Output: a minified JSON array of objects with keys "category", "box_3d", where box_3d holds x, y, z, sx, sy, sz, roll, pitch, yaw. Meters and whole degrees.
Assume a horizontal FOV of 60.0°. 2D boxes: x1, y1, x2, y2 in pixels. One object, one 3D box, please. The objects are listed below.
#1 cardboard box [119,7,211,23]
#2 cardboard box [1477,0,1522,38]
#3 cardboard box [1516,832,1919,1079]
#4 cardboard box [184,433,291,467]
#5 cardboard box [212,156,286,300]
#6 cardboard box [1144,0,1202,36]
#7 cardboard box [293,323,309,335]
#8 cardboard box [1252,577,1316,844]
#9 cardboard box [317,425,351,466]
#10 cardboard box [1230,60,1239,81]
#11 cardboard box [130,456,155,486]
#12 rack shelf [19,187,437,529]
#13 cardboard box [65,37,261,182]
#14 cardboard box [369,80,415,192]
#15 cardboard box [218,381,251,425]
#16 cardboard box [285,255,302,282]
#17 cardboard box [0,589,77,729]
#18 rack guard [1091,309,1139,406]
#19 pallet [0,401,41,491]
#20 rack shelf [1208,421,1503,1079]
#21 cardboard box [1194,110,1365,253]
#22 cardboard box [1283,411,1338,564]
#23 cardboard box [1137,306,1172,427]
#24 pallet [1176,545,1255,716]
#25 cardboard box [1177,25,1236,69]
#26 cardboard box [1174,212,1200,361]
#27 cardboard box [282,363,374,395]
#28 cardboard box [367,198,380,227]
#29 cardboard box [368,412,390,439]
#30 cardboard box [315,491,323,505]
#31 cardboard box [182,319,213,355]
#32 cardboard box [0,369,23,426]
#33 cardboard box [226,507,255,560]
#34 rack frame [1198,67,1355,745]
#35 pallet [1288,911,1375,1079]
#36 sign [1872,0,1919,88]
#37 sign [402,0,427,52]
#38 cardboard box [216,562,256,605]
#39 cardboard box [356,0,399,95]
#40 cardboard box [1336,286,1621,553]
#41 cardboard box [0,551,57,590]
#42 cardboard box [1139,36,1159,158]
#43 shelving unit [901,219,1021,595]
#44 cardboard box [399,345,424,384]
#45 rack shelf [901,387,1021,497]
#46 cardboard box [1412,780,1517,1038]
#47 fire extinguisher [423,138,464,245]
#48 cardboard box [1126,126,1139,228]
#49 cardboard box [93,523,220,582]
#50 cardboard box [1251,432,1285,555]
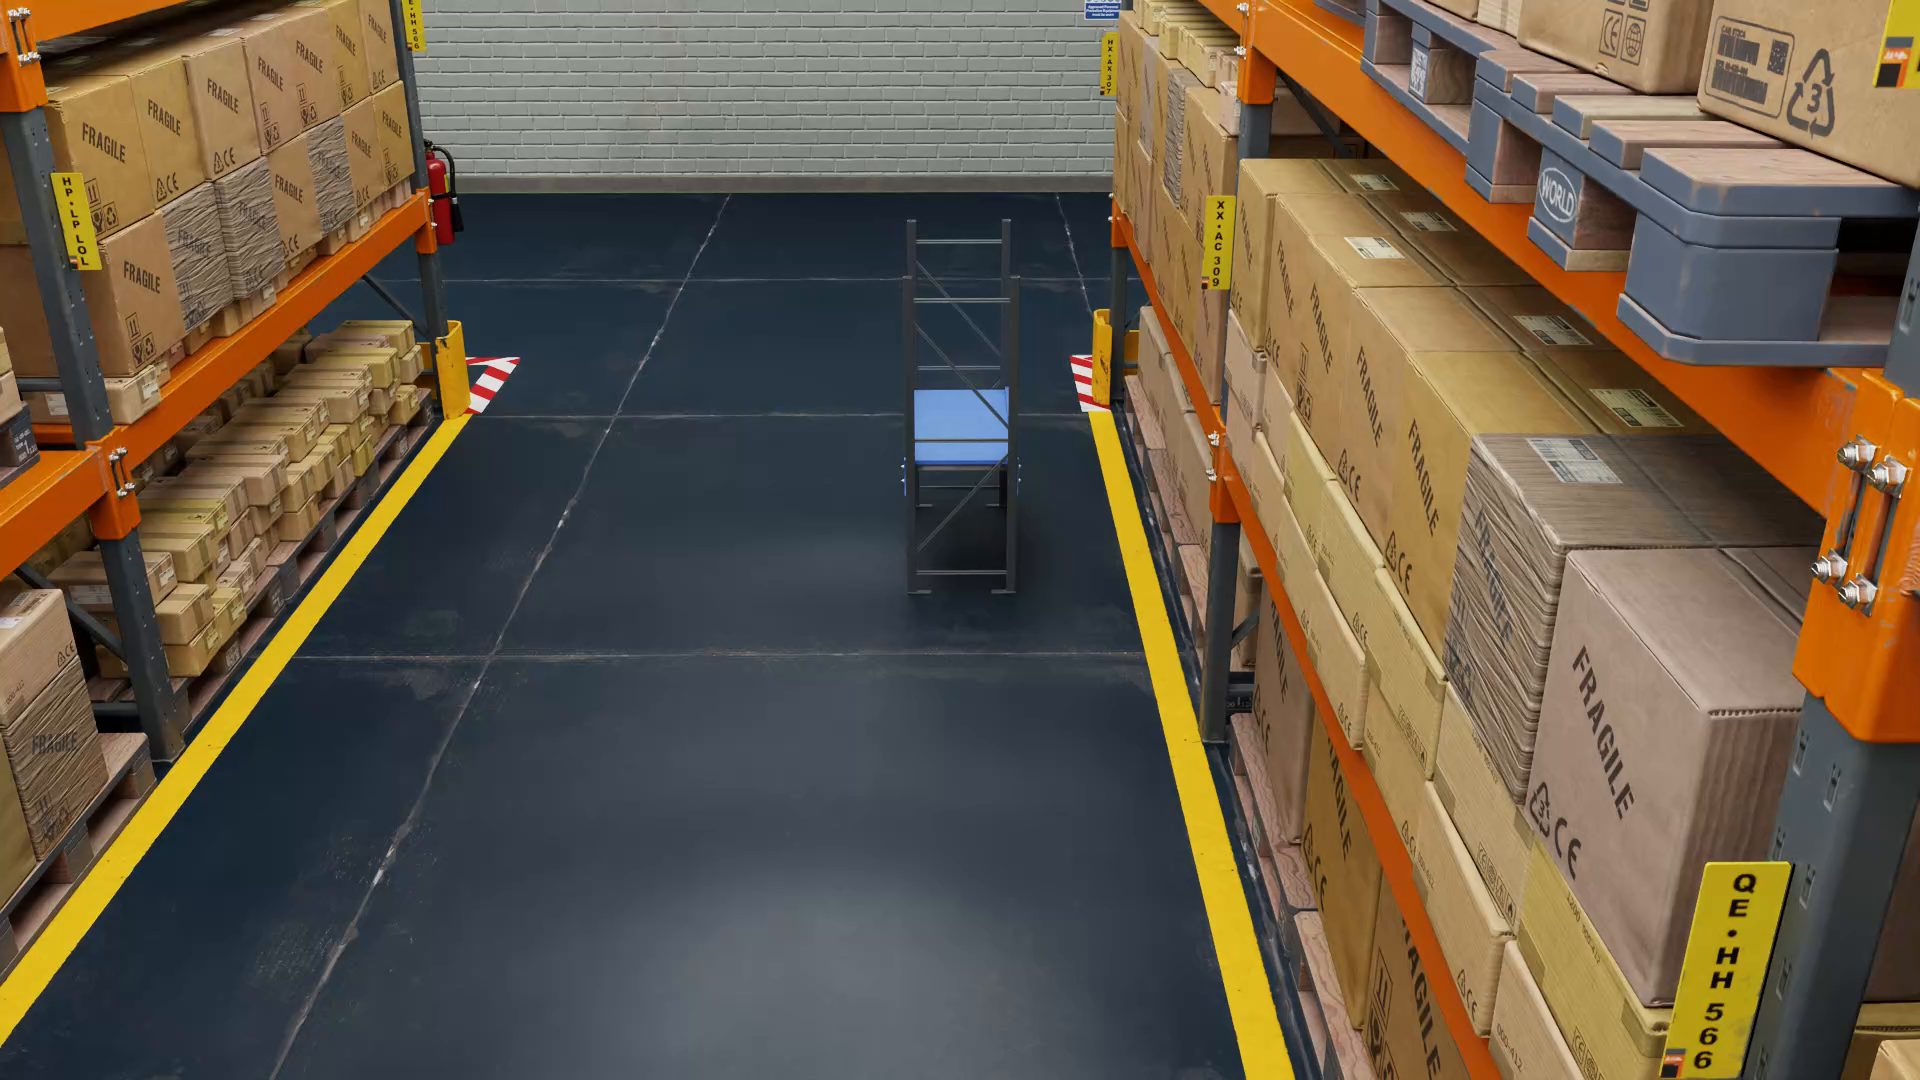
[{"category":"cardboard box","box_3d":[-3.814,-2.207,7.794,0.500,0.500,0.500,-1,24,-2]},{"category":"cardboard box","box_3d":[1.122,-1.009,2.854,0.396,0.266,0.258,-1,24,-2]},{"category":"cardboard box","box_3d":[1.228,0.696,2.646,0.500,0.250,0.500,0,24,-1]},{"category":"cardboard box","box_3d":[-3.330,-0.379,7.676,0.380,0.149,0.250,-1,24,-3]},{"category":"cardboard box","box_3d":[-3.240,-1.328,7.065,0.500,0.500,0.500,-1,24,-2]},{"category":"cardboard box","box_3d":[1.110,-2.568,8.166,0.380,0.149,0.250,-1,24,-2]},{"category":"cardboard box","box_3d":[-3.883,-1.125,9.325,0.380,0.149,0.250,-1,24,-3]},{"category":"cardboard box","box_3d":[1.530,0.438,5.711,0.875,0.875,0.875,0,24,1]},{"category":"cardboard box","box_3d":[-3.247,-0.457,8.210,0.380,0.149,0.250,1,24,2]},{"category":"cardboard box","box_3d":[1.235,-1.728,6.310,0.380,0.149,0.250,0,24,0]},{"category":"cardboard box","box_3d":[-3.842,-0.265,7.425,0.380,0.149,0.250,-1,24,-3]},{"category":"rack shelf","box_3d":[-3.527,-1.027,7.753,1.077,0.370,4.000,0,24,-1]},{"category":"cardboard box","box_3d":[-3.262,-1.775,6.840,0.500,0.500,0.500,0,24,0]},{"category":"cardboard box","box_3d":[-3.286,-2.176,8.938,0.500,0.500,0.500,0,24,1]},{"category":"cardboard box","box_3d":[-3.806,-0.691,8.366,0.380,0.149,0.250,1,24,2]},{"category":"cardboard box","box_3d":[-3.317,-1.291,7.769,0.380,0.149,0.250,0,24,0]},{"category":"cardboard box","box_3d":[-3.244,0.381,5.381,0.500,0.250,0.500,-1,24,-2]},{"category":"rack guard","box_3d":[1.400,-1.114,10.105,1.175,0.500,0.348,0,24,-1]},{"category":"pallet","box_3d":[-3.642,-0.127,5.125,1.003,0.211,1.213,0,24,-1]},{"category":"rack shelf","box_3d":[1.466,0.558,4.250,1.077,0.370,4.000,0,24,-1]},{"category":"cardboard box","box_3d":[1.162,-1.289,6.125,0.500,0.500,0.500,0,24,-1]},{"category":"cardboard box","box_3d":[1.179,-0.148,4.514,0.500,0.250,0.500,0,24,0]},{"category":"cardboard box","box_3d":[1.507,-0.995,9.410,0.875,0.438,0.875,-1,24,-2]},{"category":"pallet","box_3d":[1.514,0.363,7.192,1.003,0.211,1.213,0,24,-1]},{"category":"cardboard box","box_3d":[1.154,-2.145,7.230,0.380,0.149,0.250,0,24,-1]},{"category":"cardboard box","box_3d":[1.172,-1.042,6.792,0.500,0.500,0.500,-1,24,-2]},{"category":"cardboard box","box_3d":[-3.275,-0.808,8.625,0.380,0.149,0.250,-1,24,-3]},{"category":"cardboard box","box_3d":[-3.279,-1.725,8.729,0.380,0.149,0.250,0,24,-1]},{"category":"cardboard box","box_3d":[-3.313,-0.640,8.976,0.380,0.149,0.250,0,24,-1]},{"category":"cardboard box","box_3d":[-3.322,-0.217,8.039,0.380,0.149,0.250,0,24,1]},{"category":"cardboard box","box_3d":[-3.310,-0.862,6.821,0.380,0.149,0.250,-1,24,-3]},{"category":"cardboard box","box_3d":[-3.303,-0.445,5.388,0.380,0.149,0.250,-1,24,-2]},{"category":"cardboard box","box_3d":[-3.320,-0.025,7.253,0.380,0.149,0.250,-1,24,-3]},{"category":"rack frame","box_3d":[1.444,-0.594,5.924,1.000,3.000,0.127,0,24,-1]},{"category":"pallet","box_3d":[1.544,1.498,4.682,1.003,0.211,1.213,0,24,-1]},{"category":"sign","box_3d":[0.932,-0.585,1.541,0.100,0.325,0.005,0,24,-1]},{"category":"sign","box_3d":[-2.993,-2.845,9.111,0.100,0.325,0.005,0,24,-1]},{"category":"cardboard box","box_3d":[-3.245,0.214,7.087,0.380,0.149,0.250,0,24,-1]},{"category":"cardboard box","box_3d":[-3.295,-2.628,8.725,0.500,0.500,0.500,-1,24,-2]},{"category":"cardboard box","box_3d":[1.209,-0.284,3.903,0.500,0.500,0.500,-1,24,-1]},{"category":"cardboard box","box_3d":[-3.769,0.161,6.483,0.380,0.149,0.250,0,24,1]},{"category":"cardboard box","box_3d":[1.147,-2.120,7.962,0.500,0.500,0.500,0,24,-1]},{"category":"shelving unit","box_3d":[0.001,-0.648,7.863,0.538,1.500,1.048,0,24,-1]},{"category":"cardboard box","box_3d":[-3.257,-0.990,9.389,0.380,0.149,0.250,-1,24,-2]},{"category":"rack shelf","box_3d":[0.001,-0.484,7.937,0.538,0.185,1.000,0,24,-1]},{"category":"cardboard box","box_3d":[1.201,0.705,3.234,0.500,0.250,0.500,0,24,0]},{"category":"fire extinguisher","box_3d":[-3.090,-2.079,9.754,0.296,0.674,0.183,0,24,-1]},{"category":"cardboard box","box_3d":[1.152,-1.881,8.647,0.500,0.500,0.500,-1,24,-1]},{"category":"cardboard box","box_3d":[-3.245,0.049,6.729,0.380,0.149,0.250,1,24,2]},{"category":"cardboard box","box_3d":[1.192,-0.130,5.080,0.500,0.250,0.500,-1,24,-2]}]
